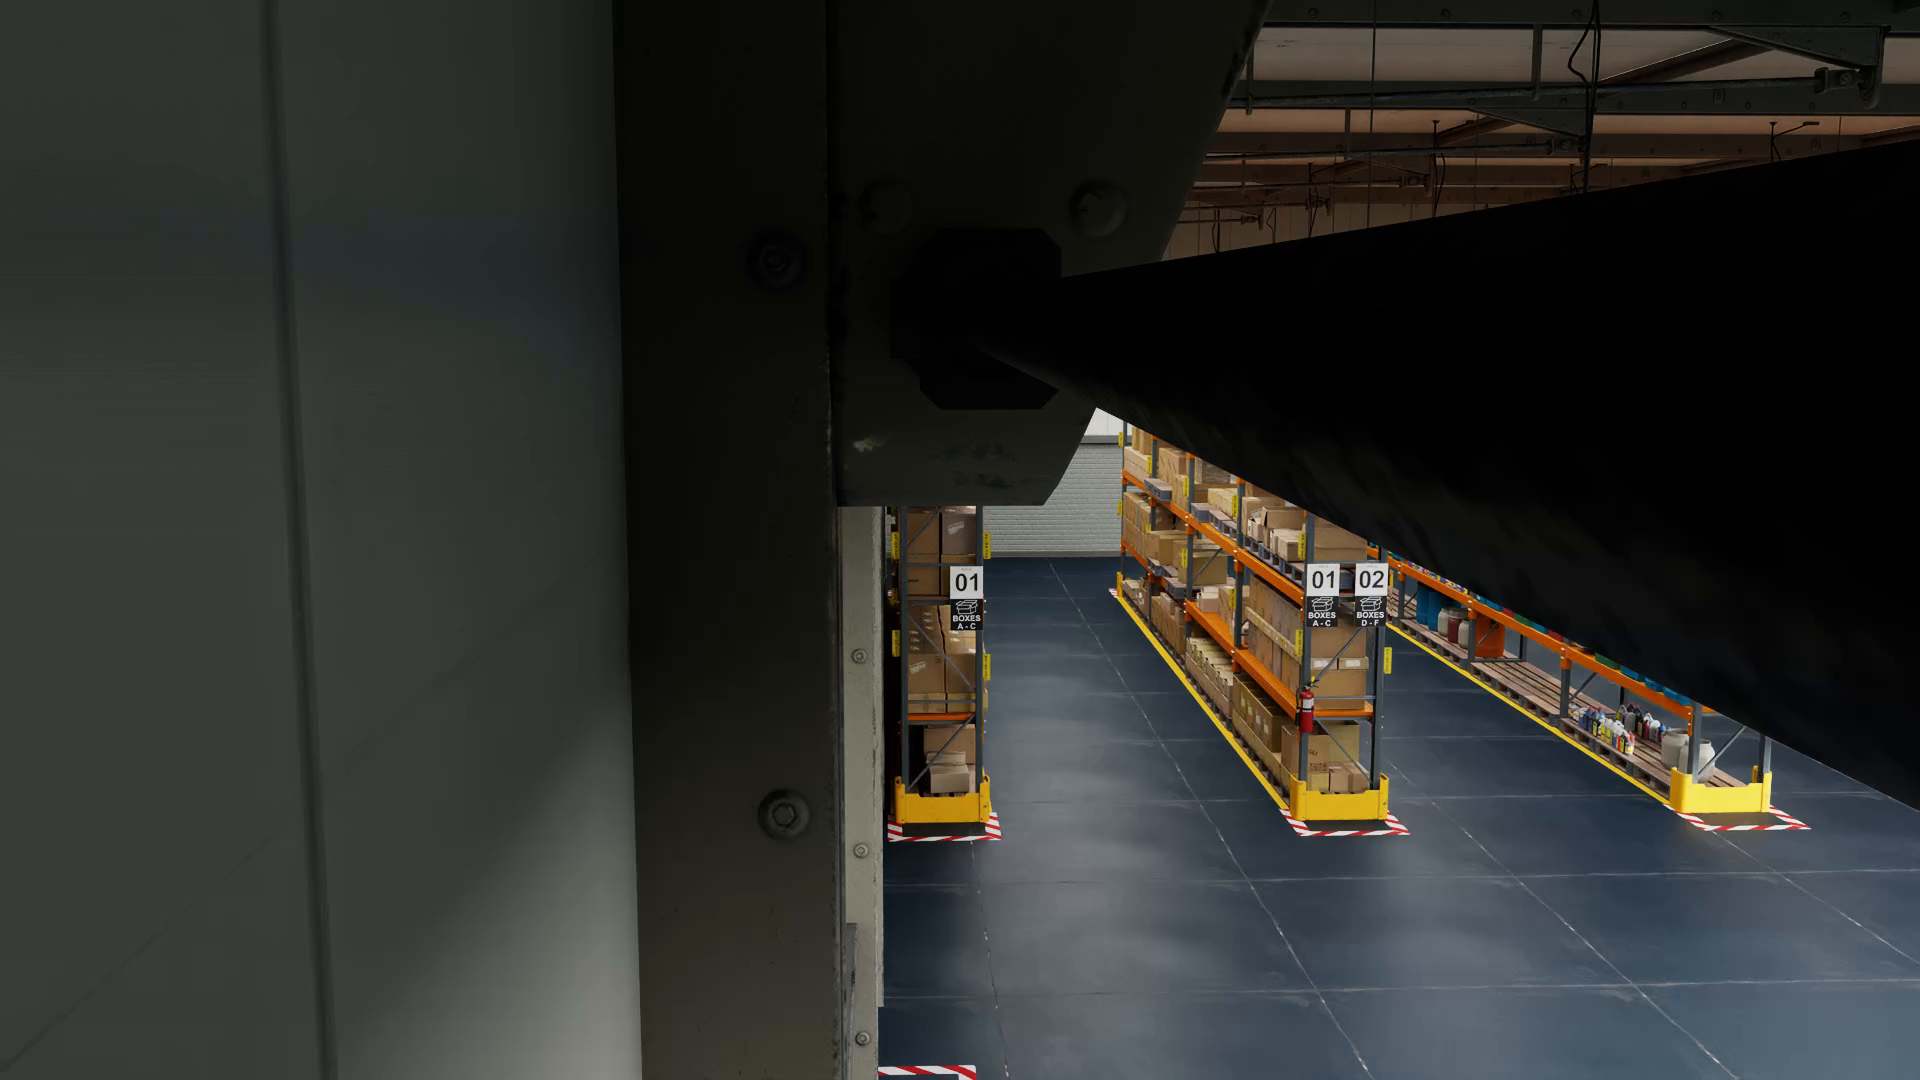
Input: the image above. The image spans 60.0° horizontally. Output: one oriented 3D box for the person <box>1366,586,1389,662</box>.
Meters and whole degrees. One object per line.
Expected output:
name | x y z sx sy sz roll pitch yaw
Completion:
person | 7.386 1.348 29.724 0.673 1.735 0.814 -1 8 -10
